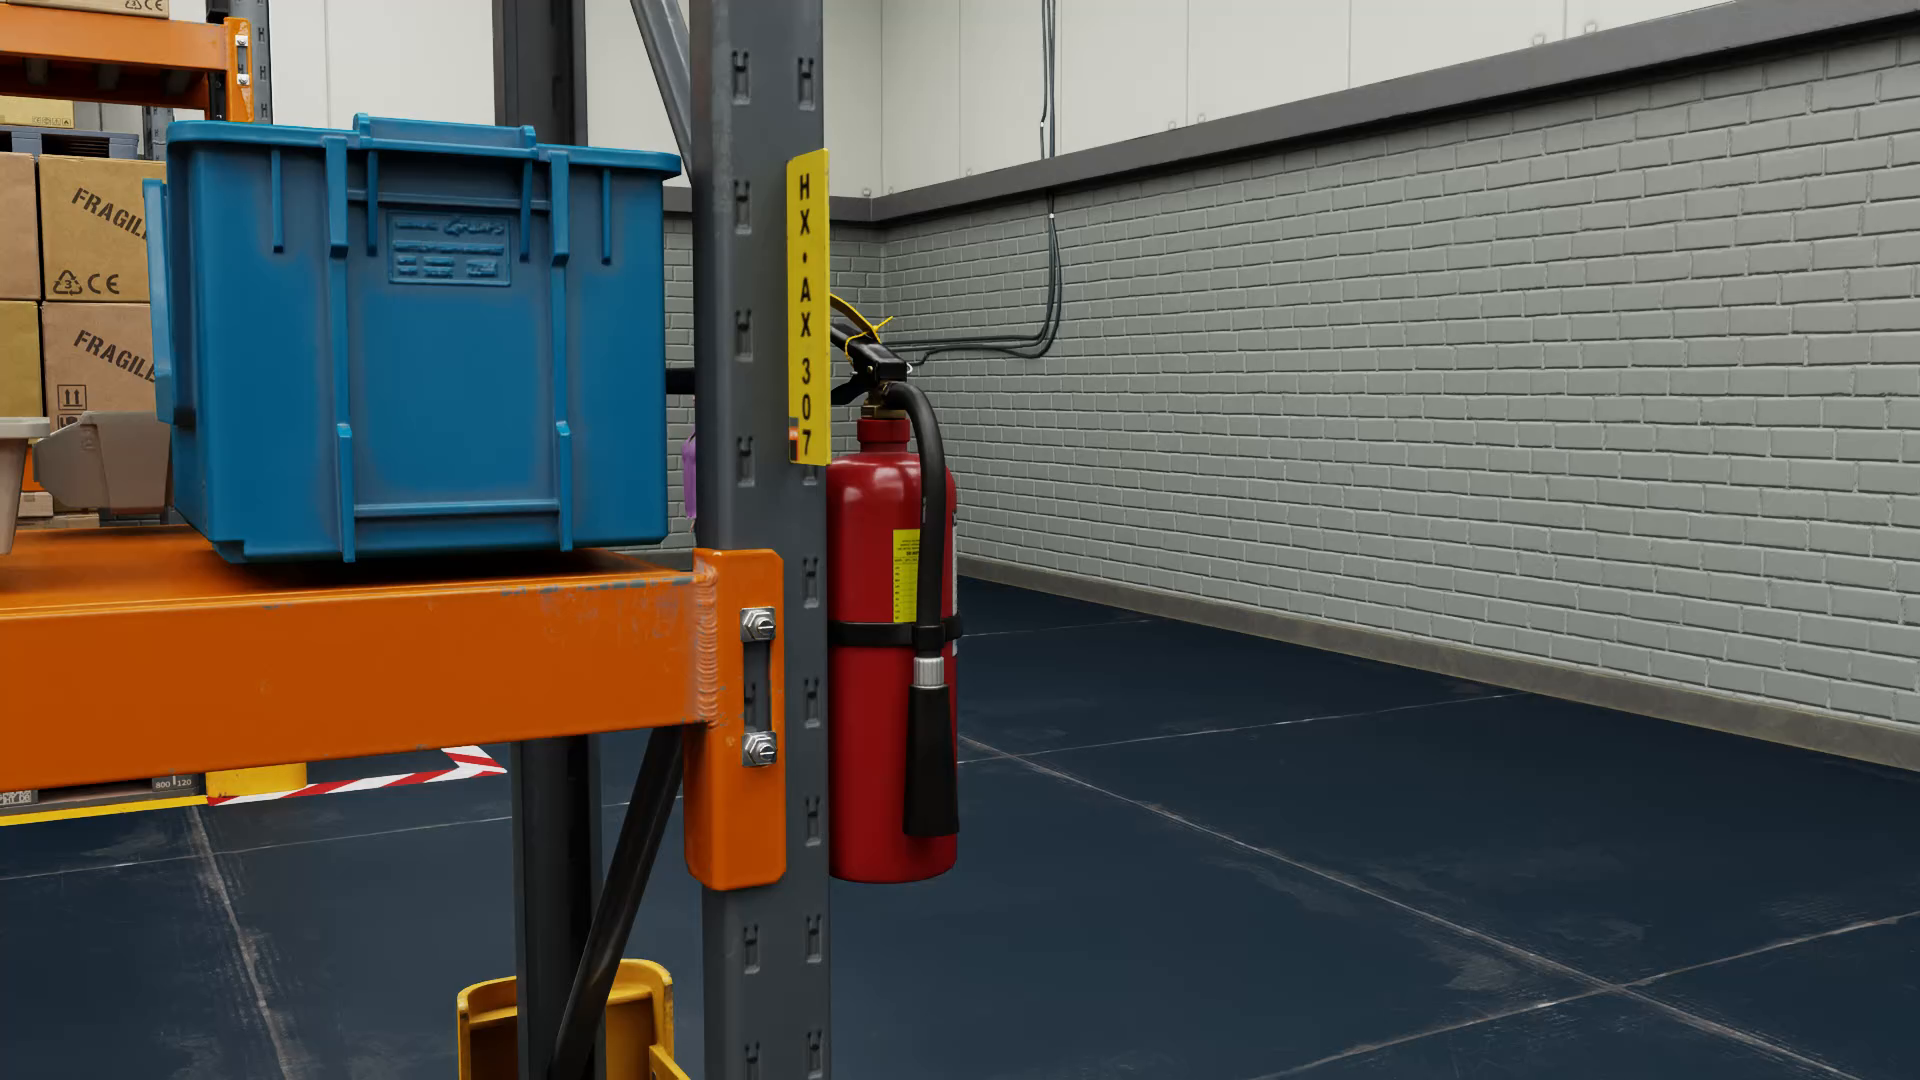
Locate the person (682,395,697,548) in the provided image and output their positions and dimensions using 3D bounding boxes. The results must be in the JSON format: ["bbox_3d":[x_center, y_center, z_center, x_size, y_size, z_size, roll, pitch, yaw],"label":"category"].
[{"bbox_3d":[-1.312,-0.099,8.782,0.409,1.600,0.418,-3,6,-28],"label":"person"}]
